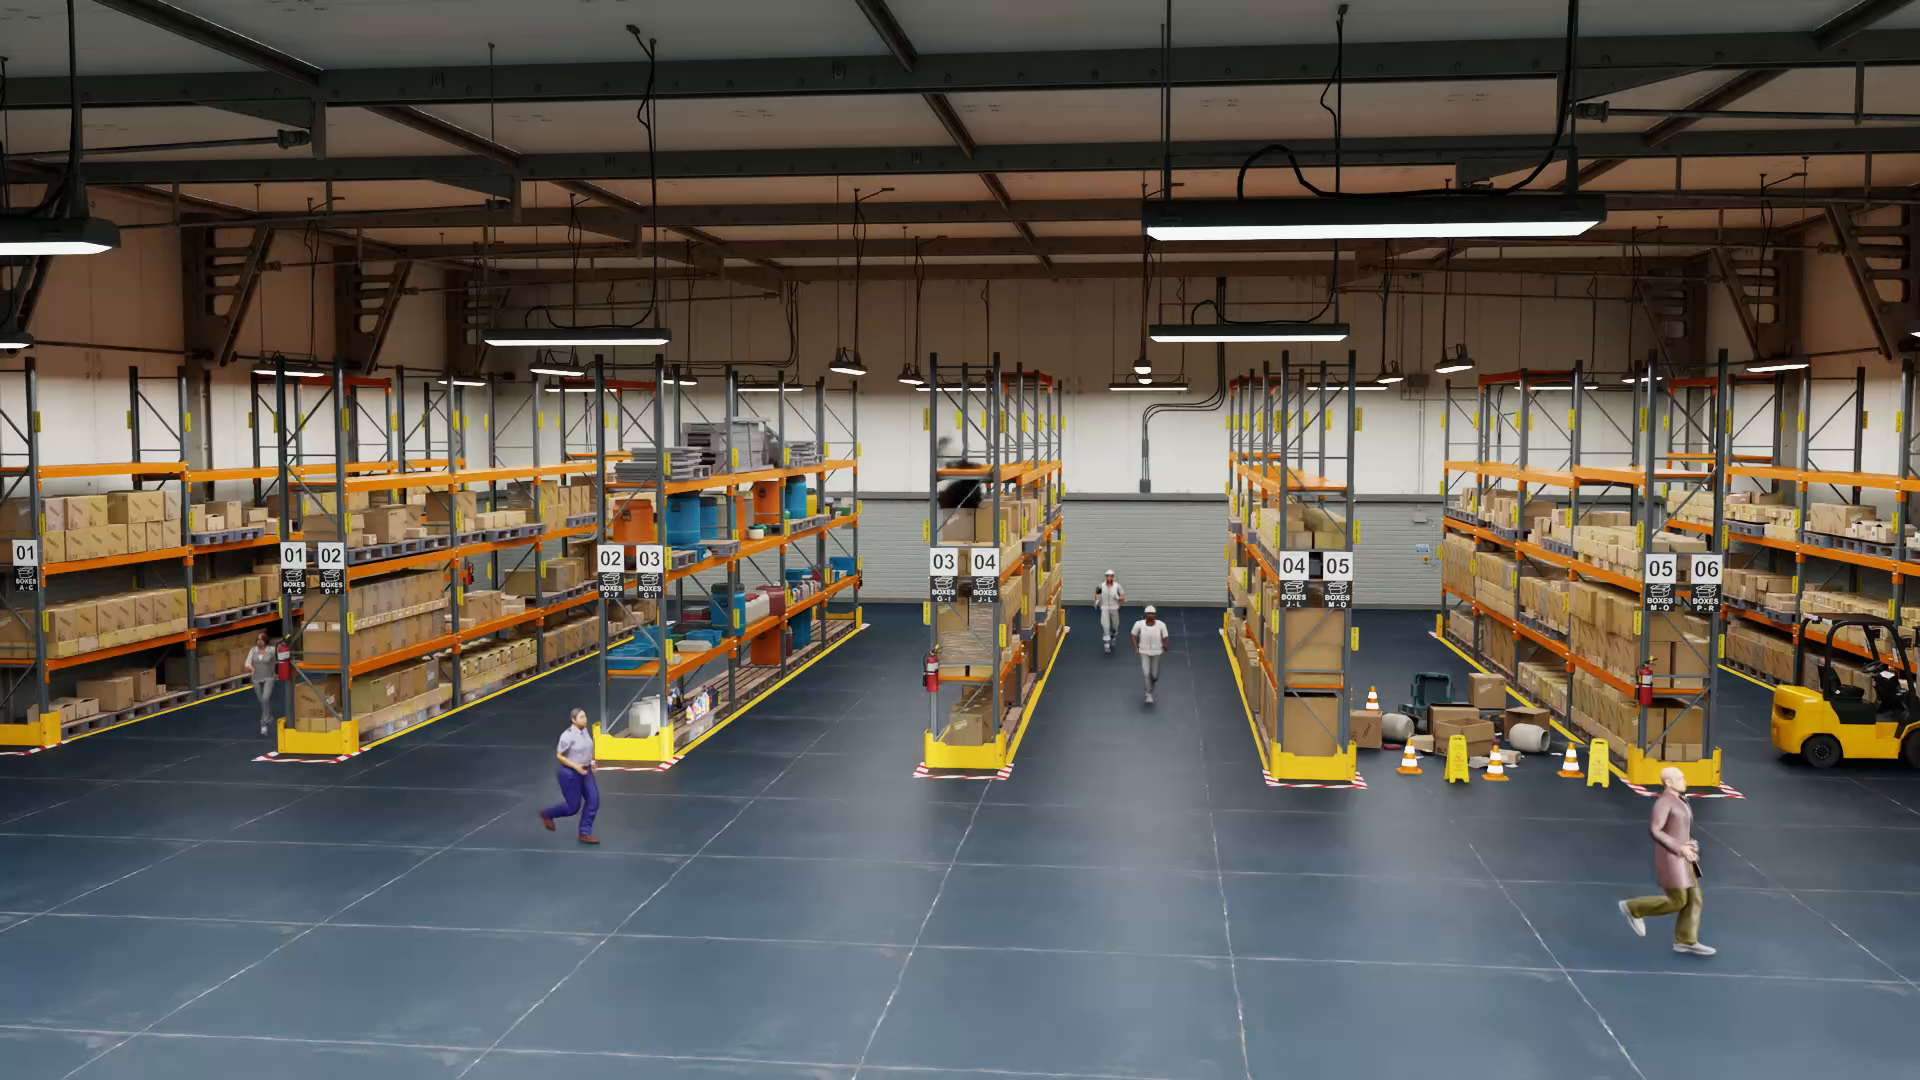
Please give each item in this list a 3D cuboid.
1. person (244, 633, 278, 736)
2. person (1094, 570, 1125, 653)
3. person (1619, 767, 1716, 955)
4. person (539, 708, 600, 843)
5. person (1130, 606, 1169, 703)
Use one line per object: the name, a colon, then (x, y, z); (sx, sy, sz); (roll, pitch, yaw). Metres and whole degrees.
person: (-11.264, 2.306, 26.884); (0.528, 1.632, 0.746); (0, 4, -4)
person: (3.252, 1.532, 36.154); (0.662, 1.766, 0.999); (0, 4, 4)
person: (6.716, 3.011, 15.731); (0.865, 1.745, 0.726); (3, 5, 37)
person: (-4.643, 2.843, 19.876); (0.754, 1.529, 0.597); (2, 4, 23)
person: (3.412, 2.028, 29.954); (0.683, 1.726, 0.770); (0, 4, 3)
